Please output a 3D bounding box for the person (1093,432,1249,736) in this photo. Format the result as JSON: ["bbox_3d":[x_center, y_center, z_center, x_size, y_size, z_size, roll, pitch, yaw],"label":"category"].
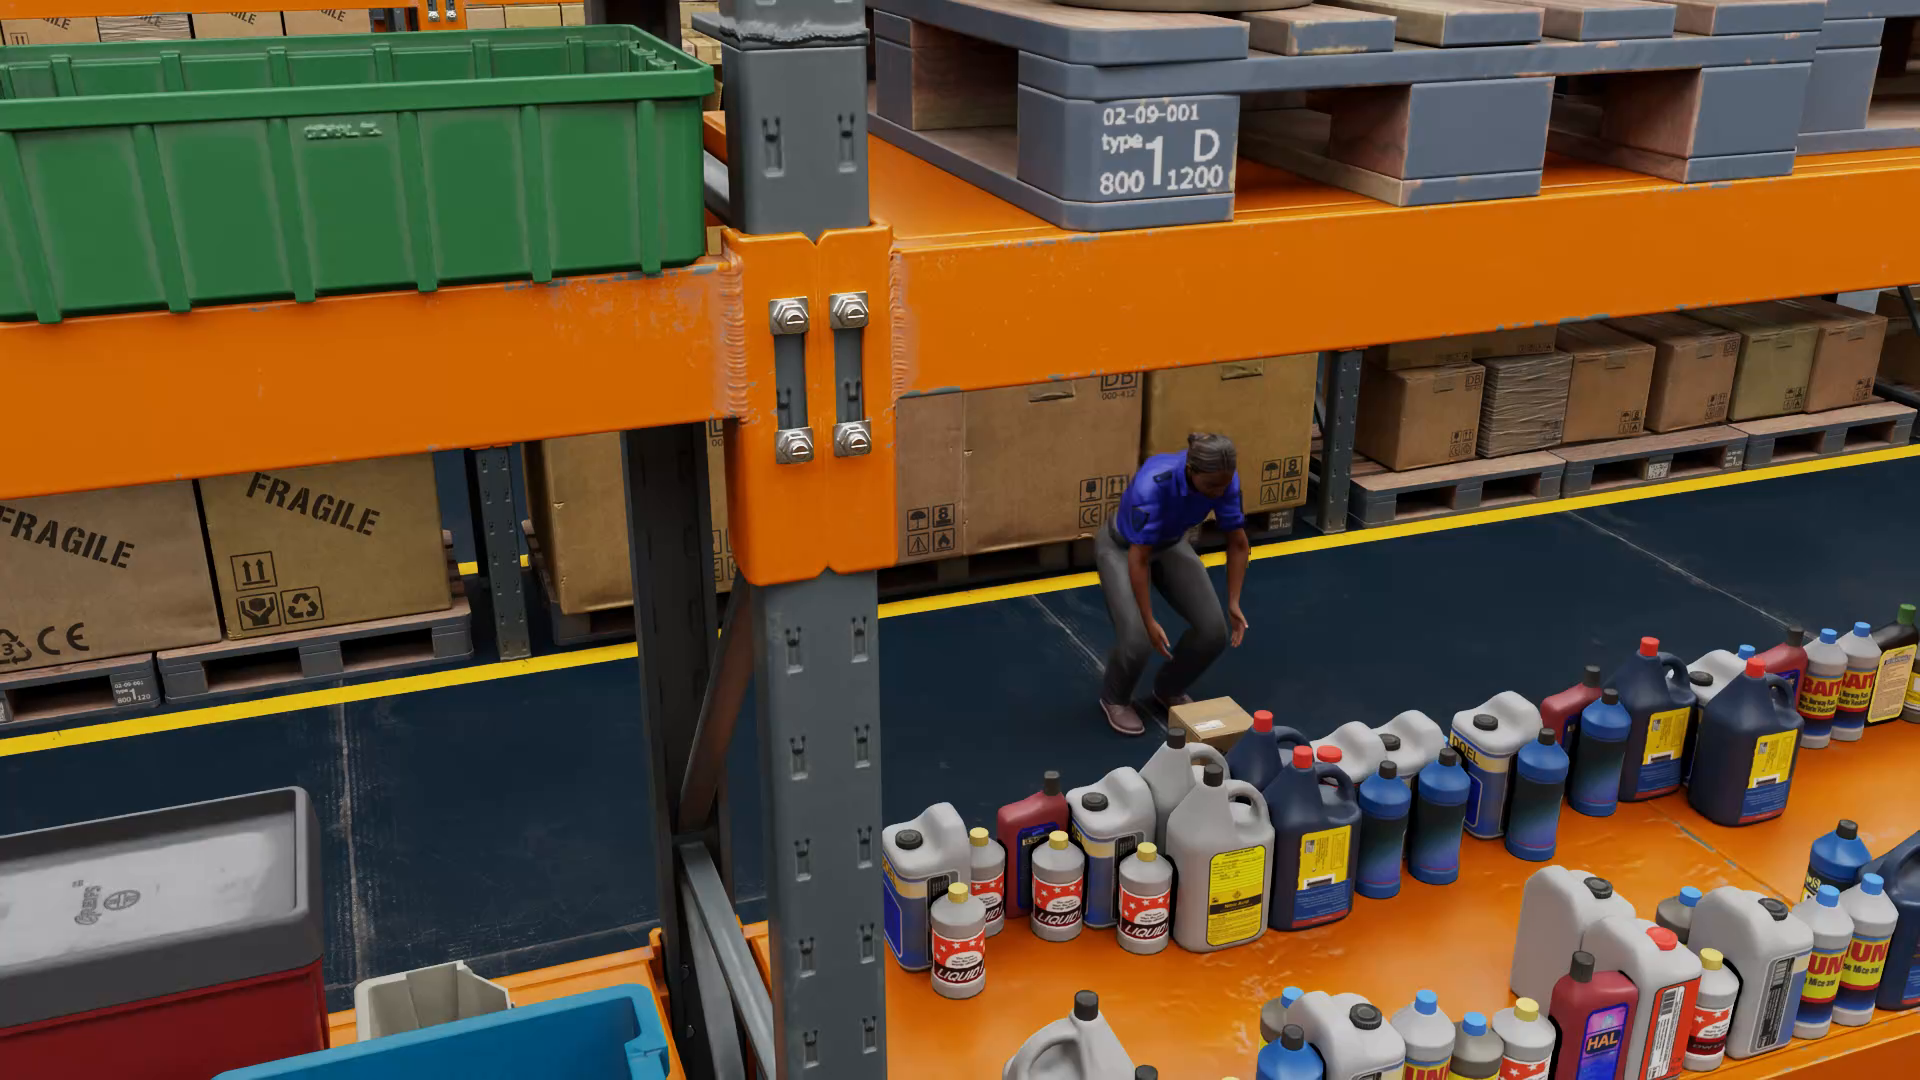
[{"bbox_3d":[0.808,0.128,6.299,0.497,1.277,0.684,-8,24,-18],"label":"person"}]
